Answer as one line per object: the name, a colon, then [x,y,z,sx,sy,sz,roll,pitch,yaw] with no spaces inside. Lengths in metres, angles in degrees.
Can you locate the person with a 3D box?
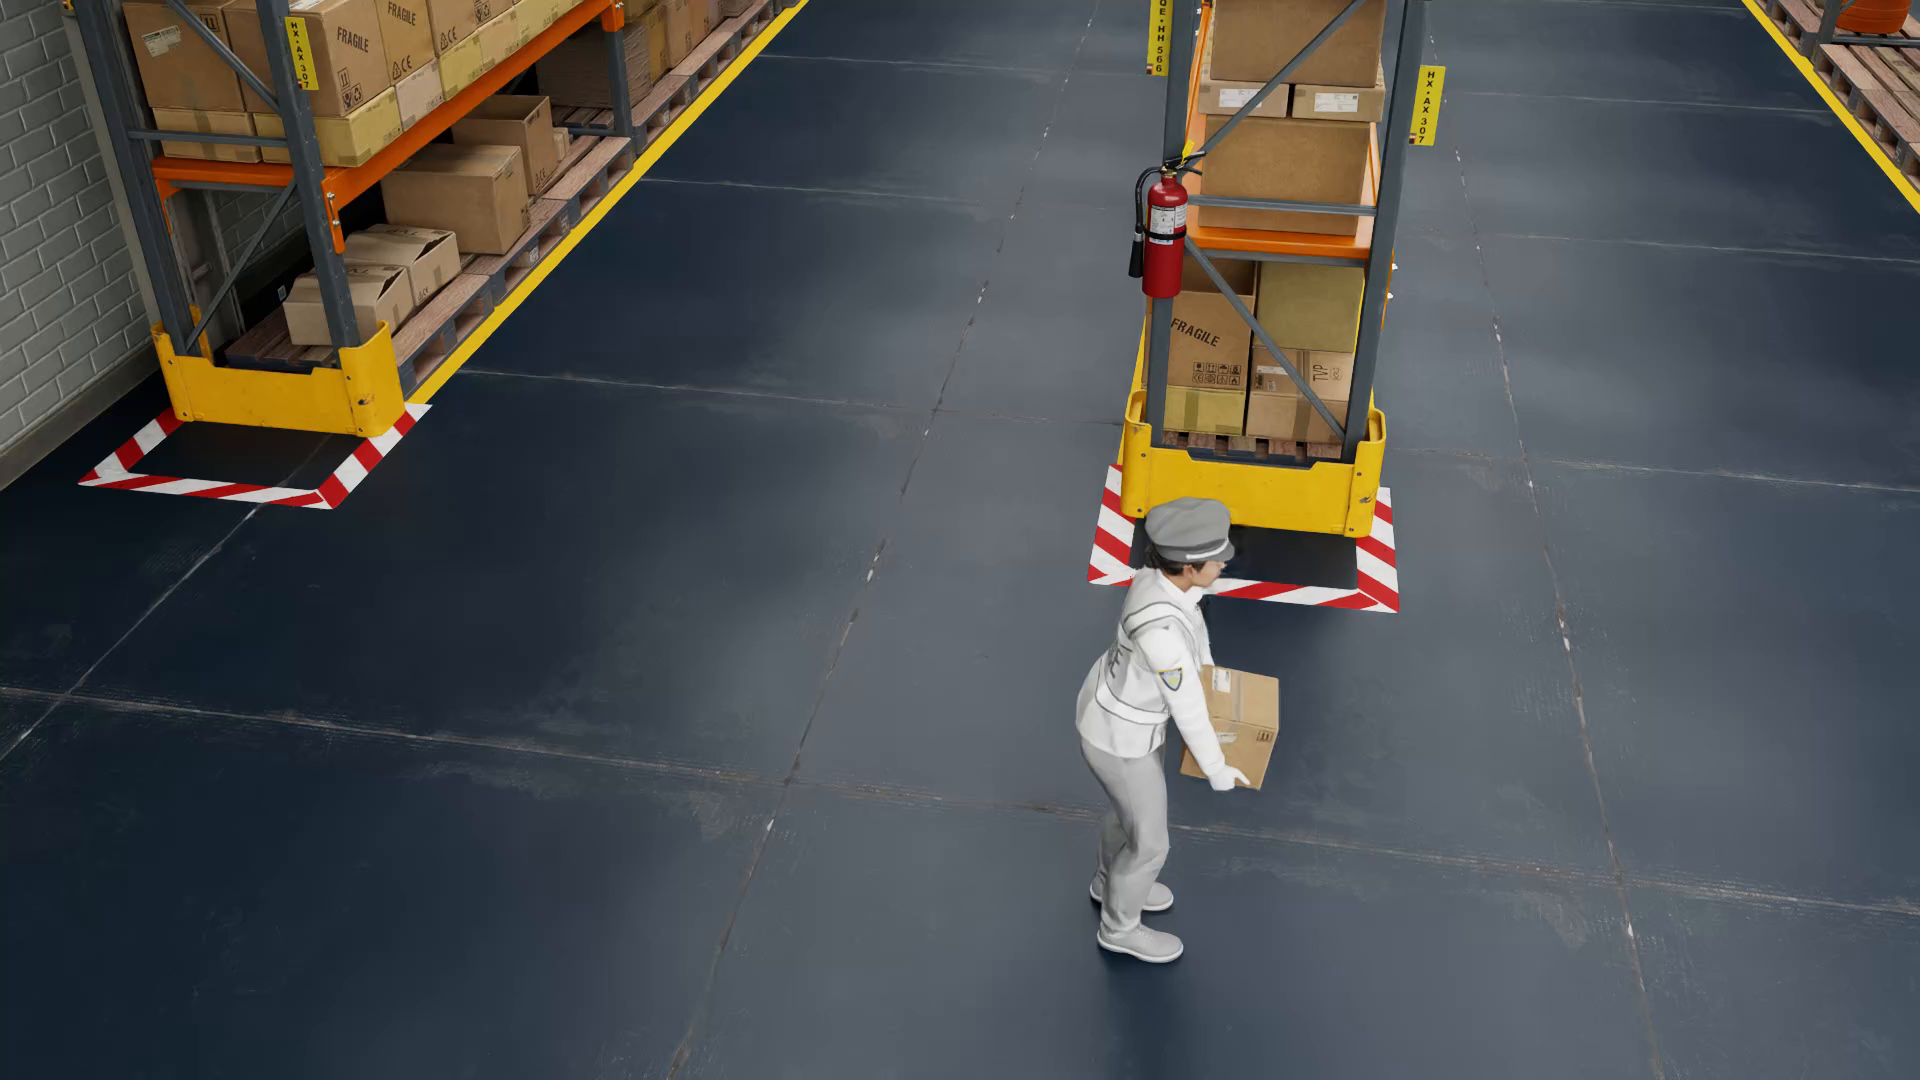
person: [0.635,0.610,5.206,0.550,1.648,0.416,5,33,7]
